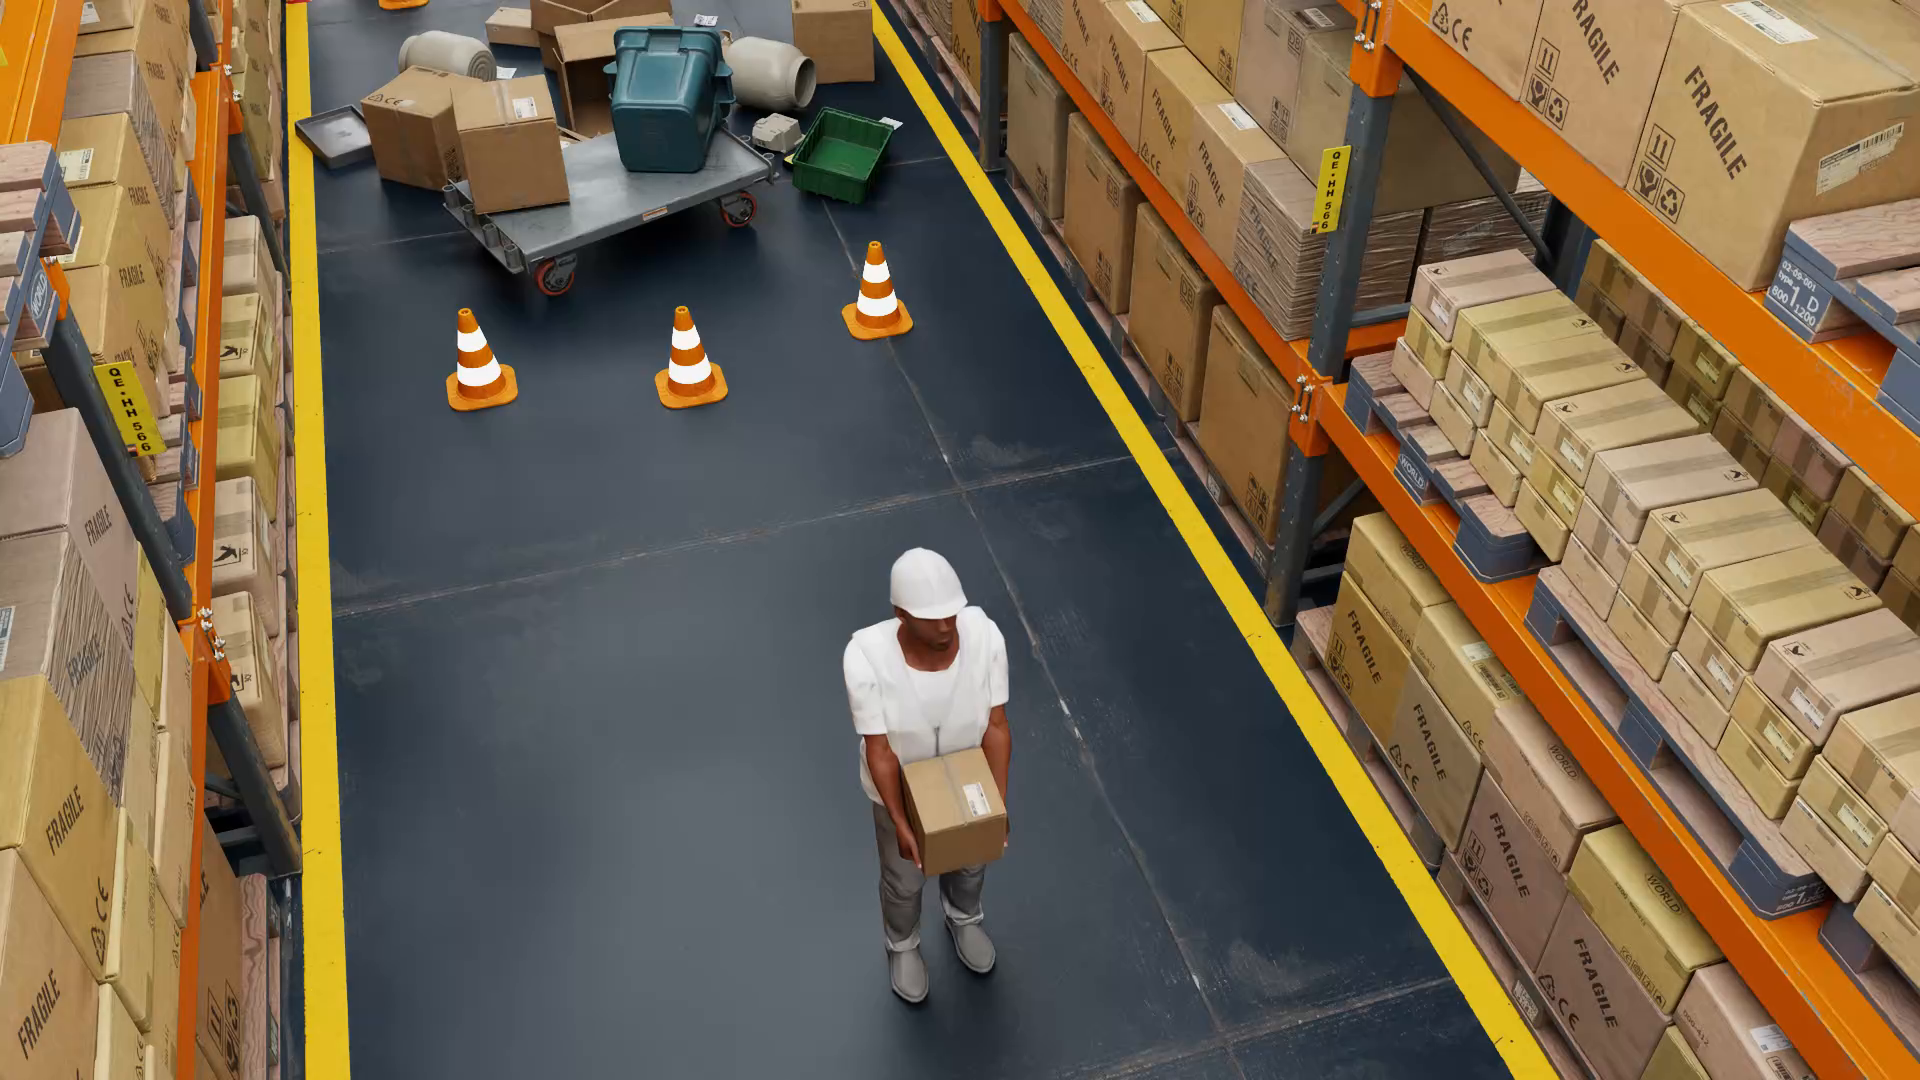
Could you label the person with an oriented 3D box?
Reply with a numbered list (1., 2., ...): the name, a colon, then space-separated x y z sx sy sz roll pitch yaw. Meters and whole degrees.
1. person: -0.059 0.815 5.226 0.556 1.771 0.538 -11 43 -12
